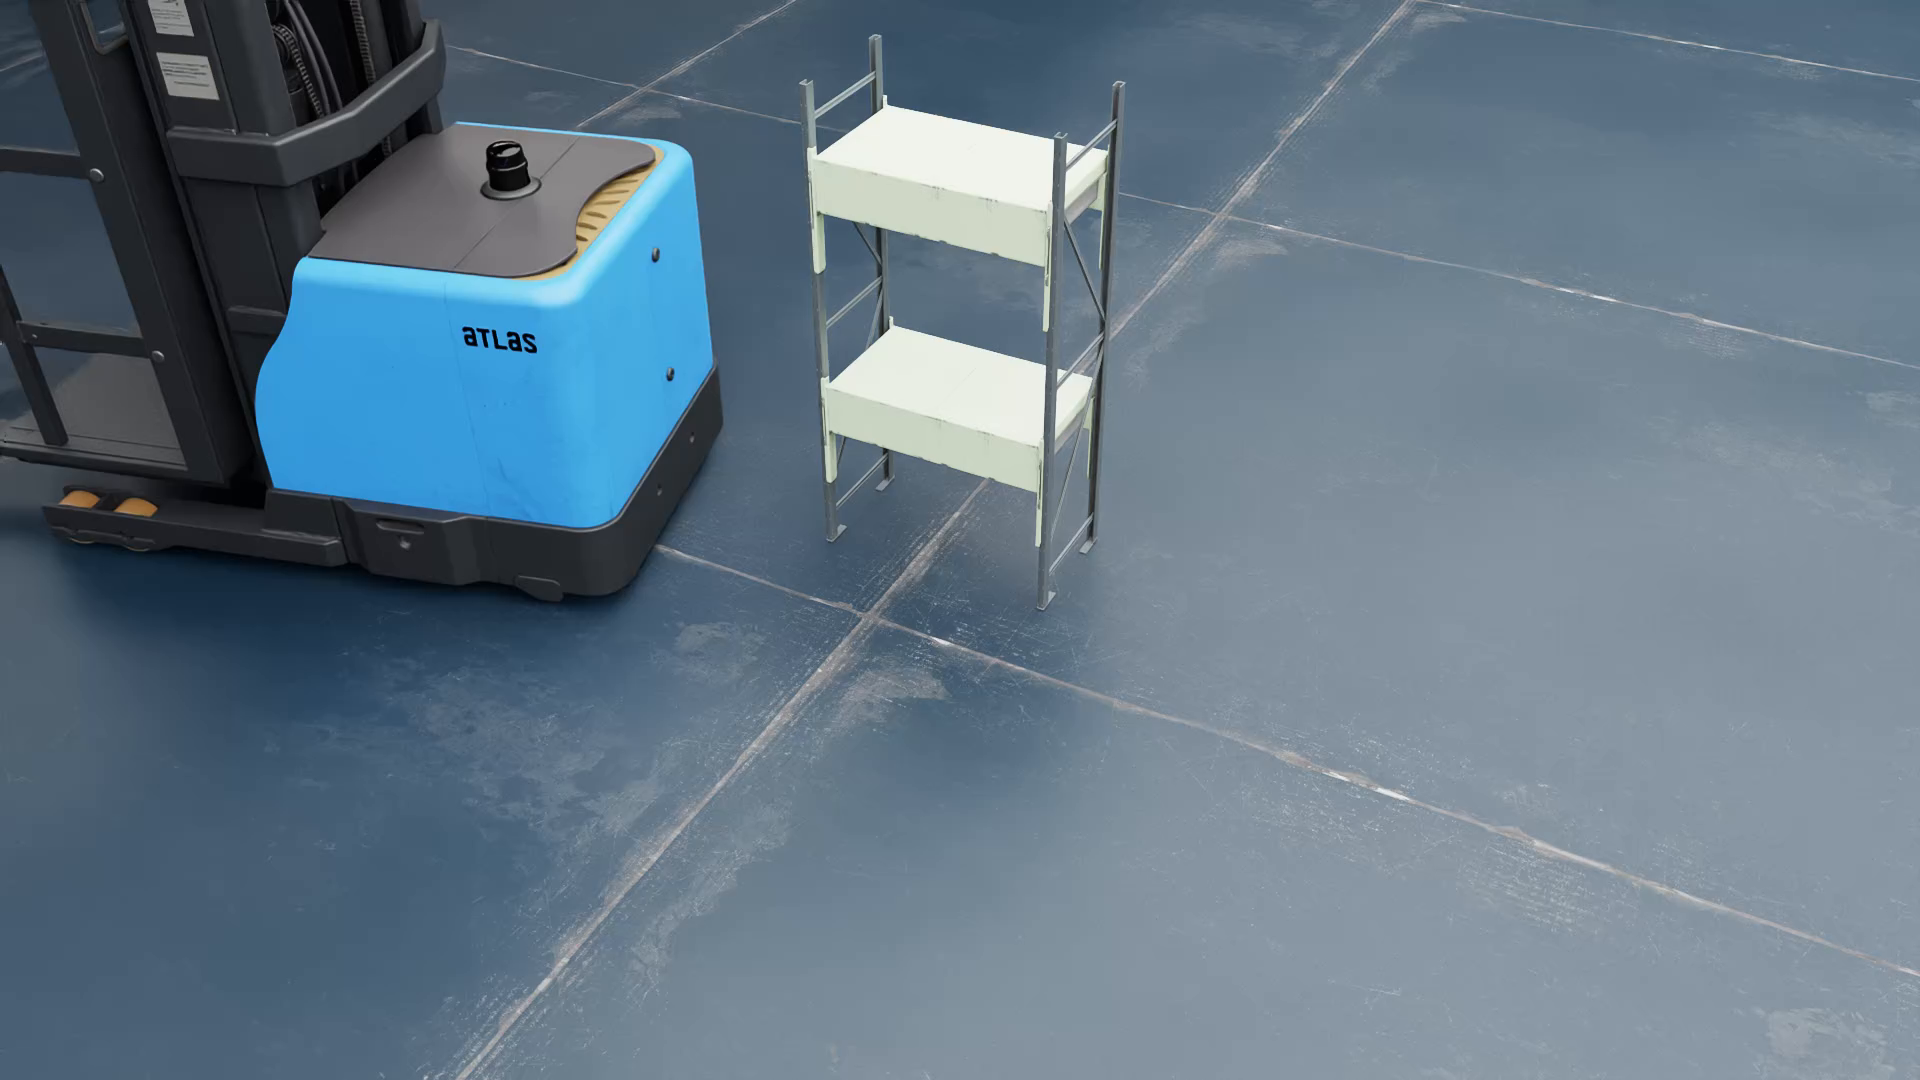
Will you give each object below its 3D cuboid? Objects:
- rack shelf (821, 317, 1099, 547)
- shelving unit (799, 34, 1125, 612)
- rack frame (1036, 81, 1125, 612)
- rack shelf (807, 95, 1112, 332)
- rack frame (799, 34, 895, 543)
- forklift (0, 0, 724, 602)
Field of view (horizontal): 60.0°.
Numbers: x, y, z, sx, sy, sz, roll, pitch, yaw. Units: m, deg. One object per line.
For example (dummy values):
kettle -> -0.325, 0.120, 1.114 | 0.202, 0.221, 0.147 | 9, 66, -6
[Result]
rack shelf -> 0.006, -0.336, 4.991 | 0.720, 0.370, 0.431 | 17, 41, 21
shelving unit -> 0.006, -0.596, 4.794 | 0.755, 1.500, 0.431 | 17, 41, 21
rack frame -> 0.331, -0.494, 4.660 | 0.023, 1.500, 0.400 | 17, 41, 21
rack shelf -> 0.006, -0.906, 4.558 | 0.720, 0.370, 0.431 | 17, 41, 21
rack frame -> -0.319, -0.697, 4.928 | 0.023, 1.500, 0.400 | 17, 41, 21
forklift -> -2.373, -1.434, 4.715 | 3.031, 2.935, 1.130 | 7, 38, 10
